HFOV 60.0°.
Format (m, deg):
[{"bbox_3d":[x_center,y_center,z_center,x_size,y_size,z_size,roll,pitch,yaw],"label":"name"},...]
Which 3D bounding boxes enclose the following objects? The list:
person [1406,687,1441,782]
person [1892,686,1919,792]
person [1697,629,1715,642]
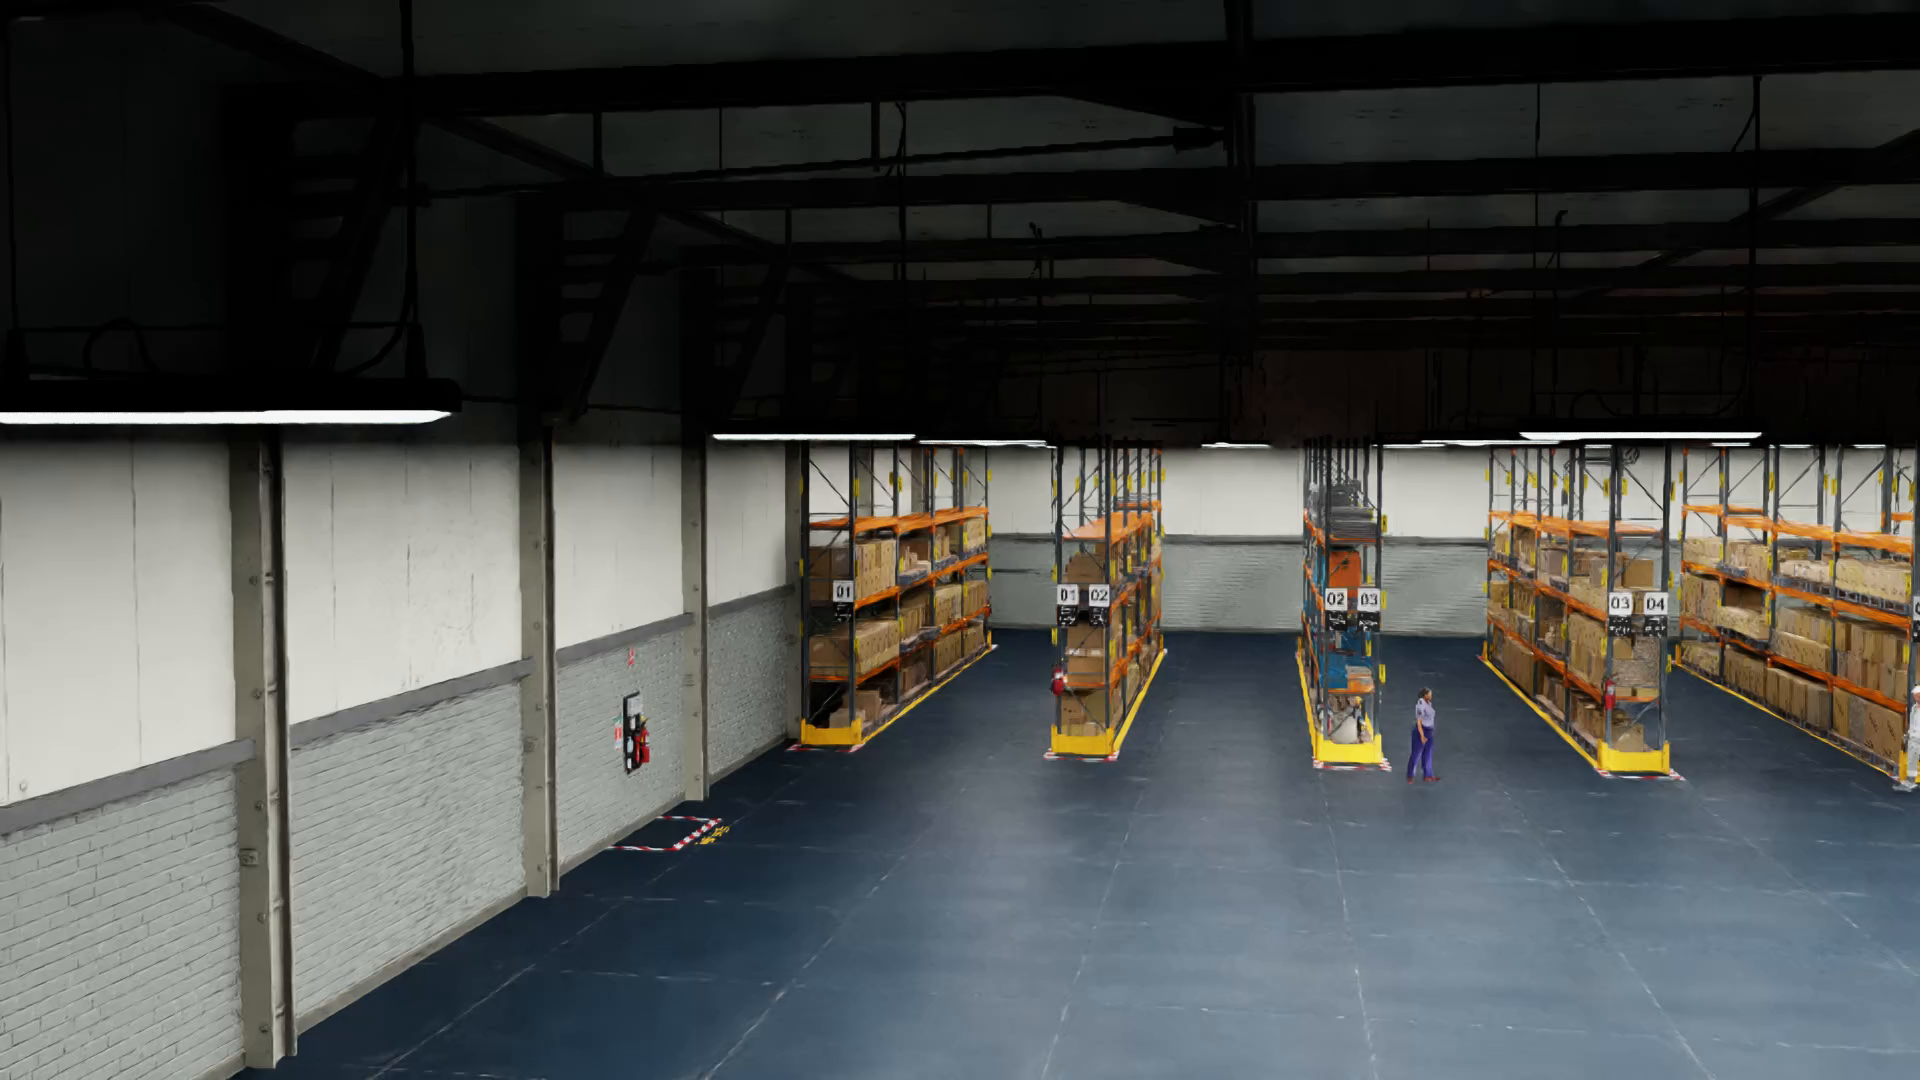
[{"bbox_3d":[7.978,3.349,28.671,0.486,1.651,0.611,2,4,36],"label":"person"},{"bbox_3d":[16.047,3.327,27.867,0.663,1.785,0.769,0,3,-8],"label":"person"},{"bbox_3d":[21.620,2.263,48.136,0.579,1.732,0.952,2,4,34],"label":"person"}]
